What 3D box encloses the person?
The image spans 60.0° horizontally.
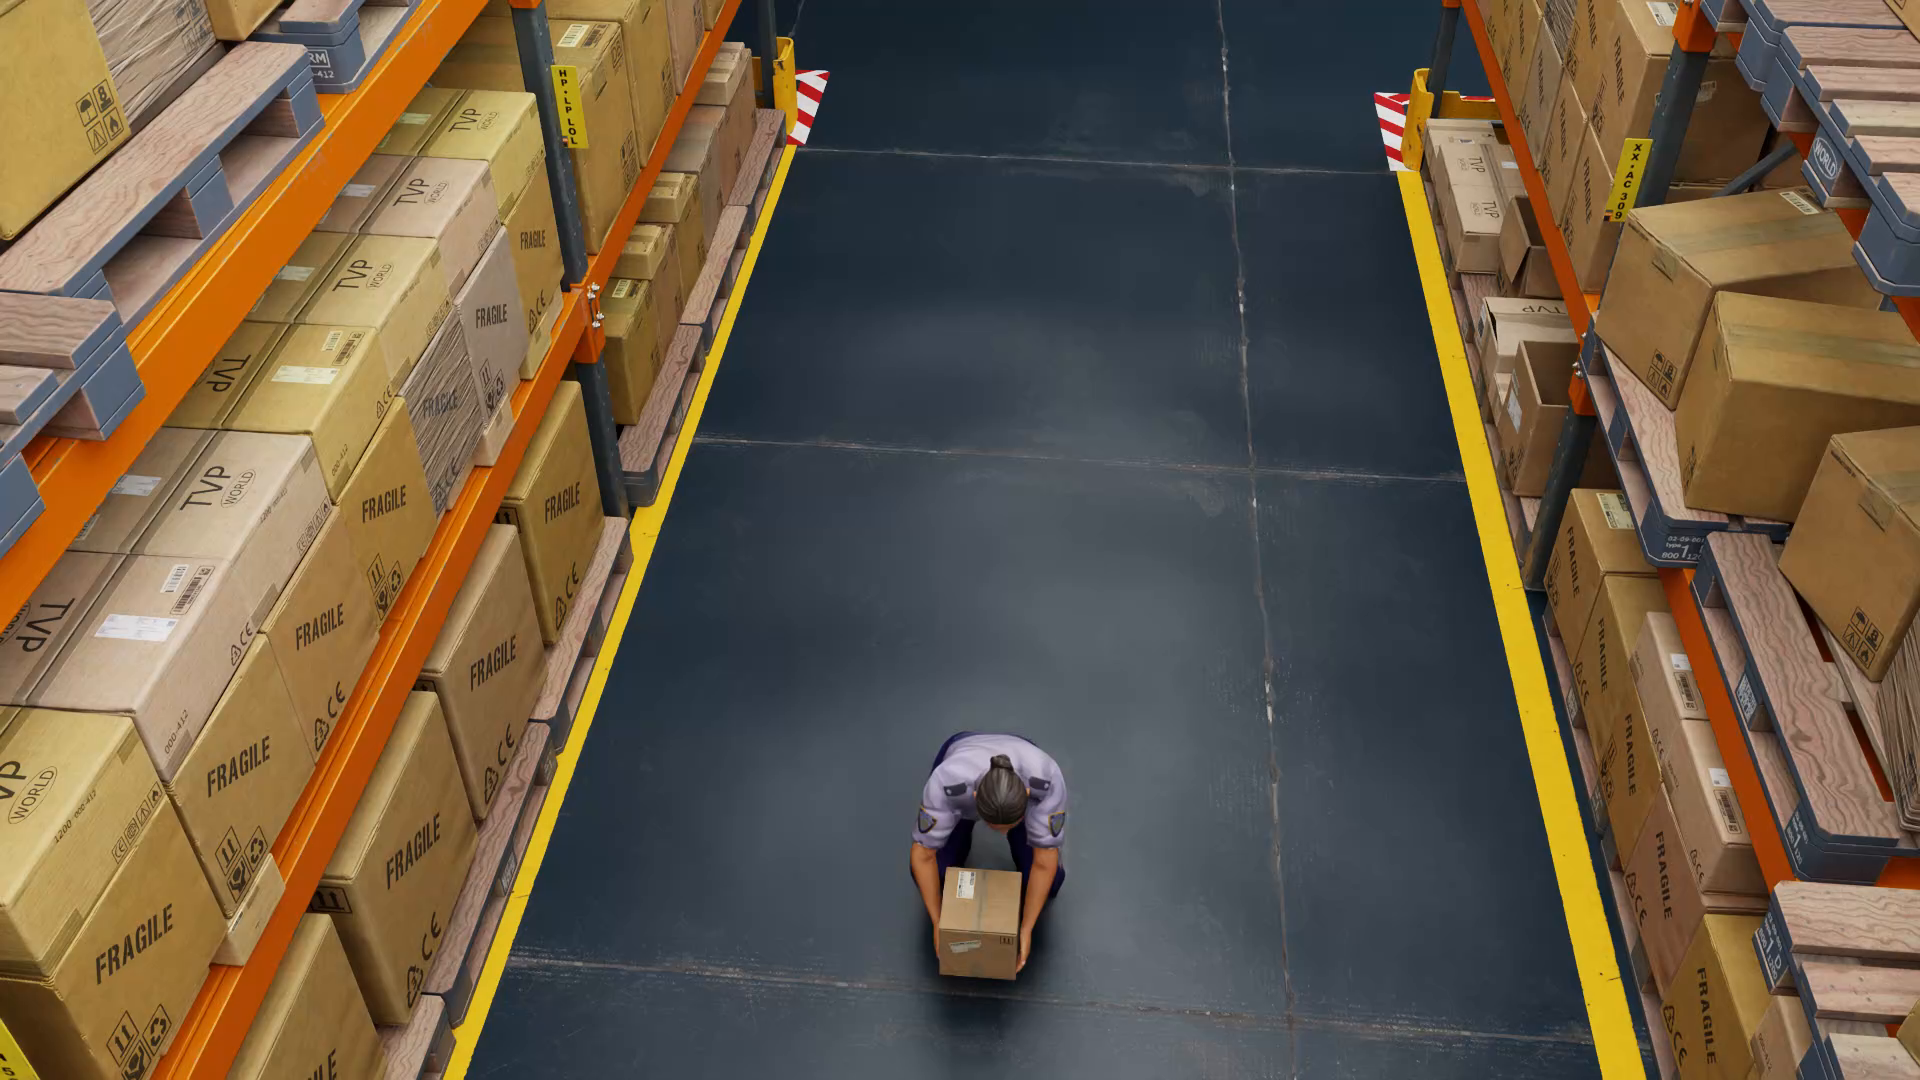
[{"bbox_3d":[0.102,0.943,5.626,0.529,0.926,0.828,3,40,4],"label":"person"}]
